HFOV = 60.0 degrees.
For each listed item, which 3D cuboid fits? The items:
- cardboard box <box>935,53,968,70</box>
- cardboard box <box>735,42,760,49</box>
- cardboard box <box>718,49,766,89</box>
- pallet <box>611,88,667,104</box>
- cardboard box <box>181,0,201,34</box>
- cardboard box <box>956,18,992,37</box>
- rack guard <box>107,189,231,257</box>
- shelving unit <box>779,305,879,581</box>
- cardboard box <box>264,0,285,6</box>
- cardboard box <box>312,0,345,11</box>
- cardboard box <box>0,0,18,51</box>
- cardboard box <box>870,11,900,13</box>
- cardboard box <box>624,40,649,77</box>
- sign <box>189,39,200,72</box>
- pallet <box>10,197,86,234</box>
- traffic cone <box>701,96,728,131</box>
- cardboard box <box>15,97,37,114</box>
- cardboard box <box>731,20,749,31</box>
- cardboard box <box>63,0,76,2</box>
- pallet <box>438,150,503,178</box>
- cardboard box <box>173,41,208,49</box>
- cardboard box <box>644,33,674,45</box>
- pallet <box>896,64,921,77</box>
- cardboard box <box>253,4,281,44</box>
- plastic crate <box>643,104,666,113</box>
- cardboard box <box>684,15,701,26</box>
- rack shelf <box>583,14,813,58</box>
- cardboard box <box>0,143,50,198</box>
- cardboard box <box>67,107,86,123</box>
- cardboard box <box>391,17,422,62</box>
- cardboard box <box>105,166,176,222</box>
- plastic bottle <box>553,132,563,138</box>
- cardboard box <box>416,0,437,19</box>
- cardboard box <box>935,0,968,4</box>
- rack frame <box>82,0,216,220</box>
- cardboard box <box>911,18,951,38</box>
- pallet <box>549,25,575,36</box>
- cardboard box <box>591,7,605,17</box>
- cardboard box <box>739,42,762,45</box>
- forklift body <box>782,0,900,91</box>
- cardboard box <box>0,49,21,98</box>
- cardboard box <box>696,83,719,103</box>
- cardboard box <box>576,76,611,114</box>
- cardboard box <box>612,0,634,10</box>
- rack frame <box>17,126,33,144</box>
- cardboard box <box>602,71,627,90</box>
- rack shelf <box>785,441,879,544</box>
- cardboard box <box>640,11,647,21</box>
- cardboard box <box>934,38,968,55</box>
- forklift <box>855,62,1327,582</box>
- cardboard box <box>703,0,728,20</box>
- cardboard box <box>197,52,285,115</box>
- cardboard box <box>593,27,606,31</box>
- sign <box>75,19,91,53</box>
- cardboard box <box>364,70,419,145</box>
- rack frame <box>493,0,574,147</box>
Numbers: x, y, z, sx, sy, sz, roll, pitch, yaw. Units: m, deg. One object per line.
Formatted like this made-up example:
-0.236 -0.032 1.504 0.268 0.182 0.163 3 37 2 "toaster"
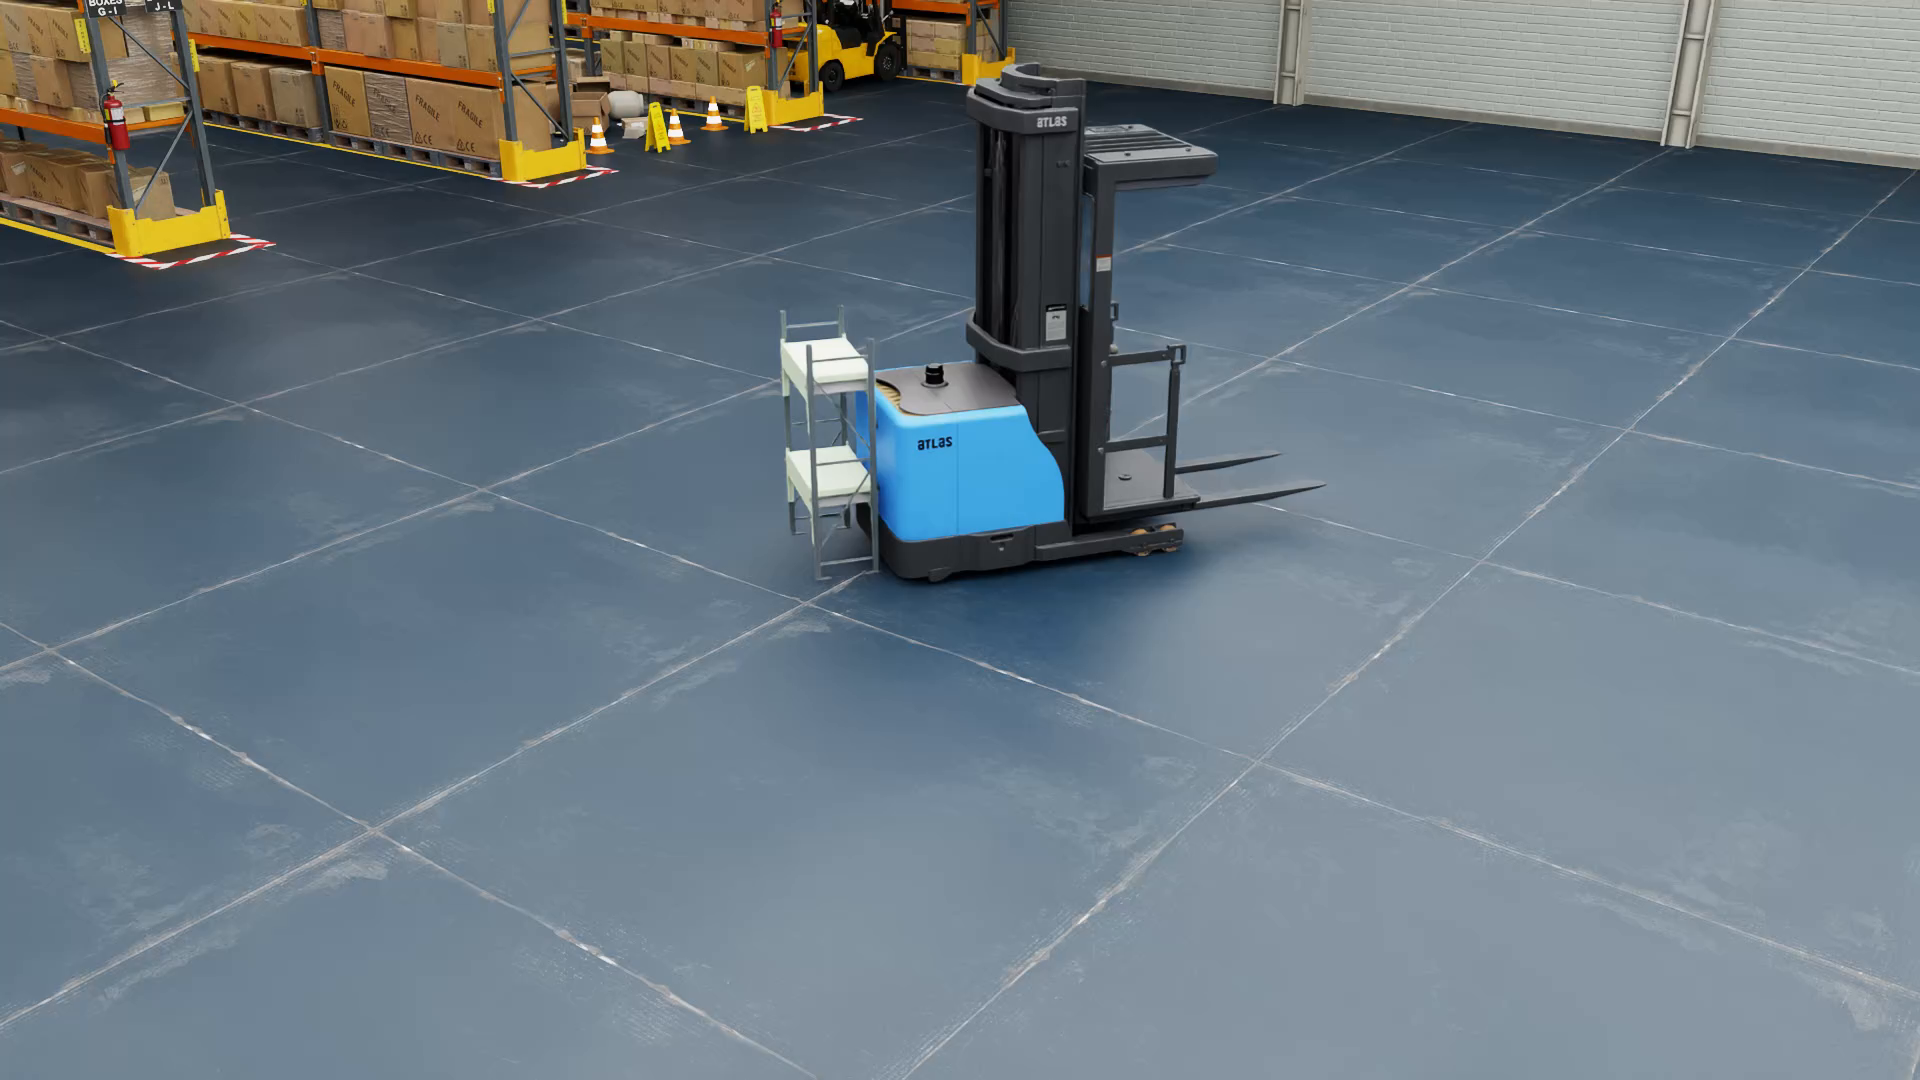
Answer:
-0.090 -8.295 28.746 0.500 0.250 0.500 17 29 34 "cardboard box"
-3.418 -7.439 25.874 0.500 0.500 0.500 16 28 31 "cardboard box"
-3.295 -7.134 25.181 0.500 0.500 0.500 17 29 34 "cardboard box"
-5.140 -7.288 27.028 1.213 0.211 1.003 17 29 33 "pallet"
-11.182 -7.789 24.583 0.500 0.500 0.500 17 29 33 "cardboard box"
0.205 -8.919 28.921 0.500 0.250 0.500 16 29 33 "cardboard box"
-8.502 -3.425 17.902 0.348 0.500 1.175 17 29 33 "rack guard"
-0.806 -0.603 10.258 0.431 1.500 0.755 -7 25 -16 "shelving unit"
-9.400 -7.838 23.456 0.500 0.500 0.700 16 29 32 "cardboard box"
-8.312 -7.556 22.653 0.550 0.550 0.875 17 29 33 "cardboard box"
-10.227 -5.607 18.023 0.500 0.500 0.500 17 29 33 "cardboard box"
-1.404 -9.408 30.031 0.500 0.250 0.500 17 29 34 "cardboard box"
-4.953 -7.636 26.321 0.500 0.500 0.500 18 30 35 "cardboard box"
-8.116 -5.121 17.580 0.005 0.325 0.100 17 29 33 "sign"
-10.103 -3.795 19.102 1.213 0.211 1.003 17 29 33 "pallet"
-3.616 -6.274 24.416 0.334 0.463 0.336 17 29 33 "traffic cone"
-10.057 -4.766 18.159 0.250 0.149 0.380 17 29 33 "cardboard box"
-3.195 -7.679 24.770 0.250 0.149 0.380 16 29 33 "cardboard box"
-9.515 -5.654 18.129 0.500 0.500 0.500 17 29 33 "cardboard box"
-6.073 -5.018 21.877 1.213 0.211 1.003 17 29 33 "pallet"
-12.194 -7.697 26.148 0.500 0.250 0.500 15 28 31 "cardboard box"
-4.695 -7.821 25.936 0.250 0.149 0.380 19 30 36 "cardboard box"
-1.133 -8.540 29.871 1.213 0.211 1.003 17 29 33 "pallet"
-9.569 -7.301 23.476 0.500 0.500 0.500 16 29 33 "cardboard box"
-4.934 -6.734 25.935 0.583 0.080 0.402 7 25 15 "plastic crate"
-3.991 -7.941 25.363 0.250 0.149 0.380 16 29 33 "cardboard box"
-4.098 -7.902 25.856 4.000 0.370 1.077 17 29 33 "rack shelf"
-10.883 -4.320 19.414 0.500 0.500 0.500 -16 28 -31 "cardboard box"
-9.224 -4.542 17.650 0.250 0.149 0.380 17 29 33 "cardboard box"
-6.985 -6.686 22.019 0.500 0.550 0.875 17 29 33 "cardboard box"
-8.931 -3.755 18.131 0.500 0.500 0.500 -20 31 -38 "cardboard box"
-5.737 -5.825 23.896 0.283 0.061 0.133 7 25 15 "plastic bottle"
-6.522 -7.073 21.558 0.550 0.550 0.875 17 29 33 "cardboard box"
-0.075 -9.430 28.308 0.500 0.500 0.500 16 28 32 "cardboard box"
-8.442 -4.550 17.357 0.127 3.000 1.000 17 29 33 "rack frame"
-0.492 -8.874 28.819 0.500 0.250 0.500 17 29 34 "cardboard box"
-8.453 -10.791 34.980 1.213 0.211 1.003 17 29 33 "pallet"
-5.639 -8.420 26.452 0.250 0.149 0.380 17 29 33 "cardboard box"
-3.765 -9.735 31.549 0.625 0.625 0.875 16 29 33 "cardboard box"
-2.136 -8.831 28.126 1.214 2.155 2.313 17 29 33 "forklift body"
-10.104 -5.216 18.374 0.500 0.500 0.875 17 29 33 "cardboard box"
-3.716 -6.918 25.620 0.500 0.250 0.500 17 29 33 "cardboard box"
-5.657 -6.874 25.728 0.500 0.500 0.500 -5 24 -12 "cardboard box"
-5.098 -8.586 26.025 0.500 0.500 0.500 17 29 33 "cardboard box"
-11.642 -5.517 19.552 0.127 3.000 1.000 17 29 33 "rack frame"
-5.389 -7.419 26.757 0.500 0.250 0.500 15 28 31 "cardboard box"
-0.805 -0.305 10.389 0.431 0.370 0.720 -7 25 -16 "rack shelf"
-4.766 -8.196 25.943 0.250 0.149 0.380 17 29 33 "cardboard box"
-0.101 -8.529 28.657 0.500 0.250 0.500 16 29 33 "cardboard box"
0.897 -1.432 10.366 3.031 2.935 1.130 -8 25 -18 "forklift"
-3.495 -8.094 24.908 0.500 0.500 0.500 17 29 33 "cardboard box"
-10.653 -6.837 24.815 0.750 0.750 1.050 17 29 34 "cardboard box"
-7.207 -10.616 33.702 0.500 0.500 0.500 18 30 35 "cardboard box"
-8.790 -5.050 16.664 0.005 0.325 0.100 17 29 33 "sign"
-7.402 -5.922 22.584 0.875 0.875 0.875 17 29 34 "cardboard box"
-5.386 -6.126 20.933 0.127 3.000 1.000 17 29 33 "rack frame"
